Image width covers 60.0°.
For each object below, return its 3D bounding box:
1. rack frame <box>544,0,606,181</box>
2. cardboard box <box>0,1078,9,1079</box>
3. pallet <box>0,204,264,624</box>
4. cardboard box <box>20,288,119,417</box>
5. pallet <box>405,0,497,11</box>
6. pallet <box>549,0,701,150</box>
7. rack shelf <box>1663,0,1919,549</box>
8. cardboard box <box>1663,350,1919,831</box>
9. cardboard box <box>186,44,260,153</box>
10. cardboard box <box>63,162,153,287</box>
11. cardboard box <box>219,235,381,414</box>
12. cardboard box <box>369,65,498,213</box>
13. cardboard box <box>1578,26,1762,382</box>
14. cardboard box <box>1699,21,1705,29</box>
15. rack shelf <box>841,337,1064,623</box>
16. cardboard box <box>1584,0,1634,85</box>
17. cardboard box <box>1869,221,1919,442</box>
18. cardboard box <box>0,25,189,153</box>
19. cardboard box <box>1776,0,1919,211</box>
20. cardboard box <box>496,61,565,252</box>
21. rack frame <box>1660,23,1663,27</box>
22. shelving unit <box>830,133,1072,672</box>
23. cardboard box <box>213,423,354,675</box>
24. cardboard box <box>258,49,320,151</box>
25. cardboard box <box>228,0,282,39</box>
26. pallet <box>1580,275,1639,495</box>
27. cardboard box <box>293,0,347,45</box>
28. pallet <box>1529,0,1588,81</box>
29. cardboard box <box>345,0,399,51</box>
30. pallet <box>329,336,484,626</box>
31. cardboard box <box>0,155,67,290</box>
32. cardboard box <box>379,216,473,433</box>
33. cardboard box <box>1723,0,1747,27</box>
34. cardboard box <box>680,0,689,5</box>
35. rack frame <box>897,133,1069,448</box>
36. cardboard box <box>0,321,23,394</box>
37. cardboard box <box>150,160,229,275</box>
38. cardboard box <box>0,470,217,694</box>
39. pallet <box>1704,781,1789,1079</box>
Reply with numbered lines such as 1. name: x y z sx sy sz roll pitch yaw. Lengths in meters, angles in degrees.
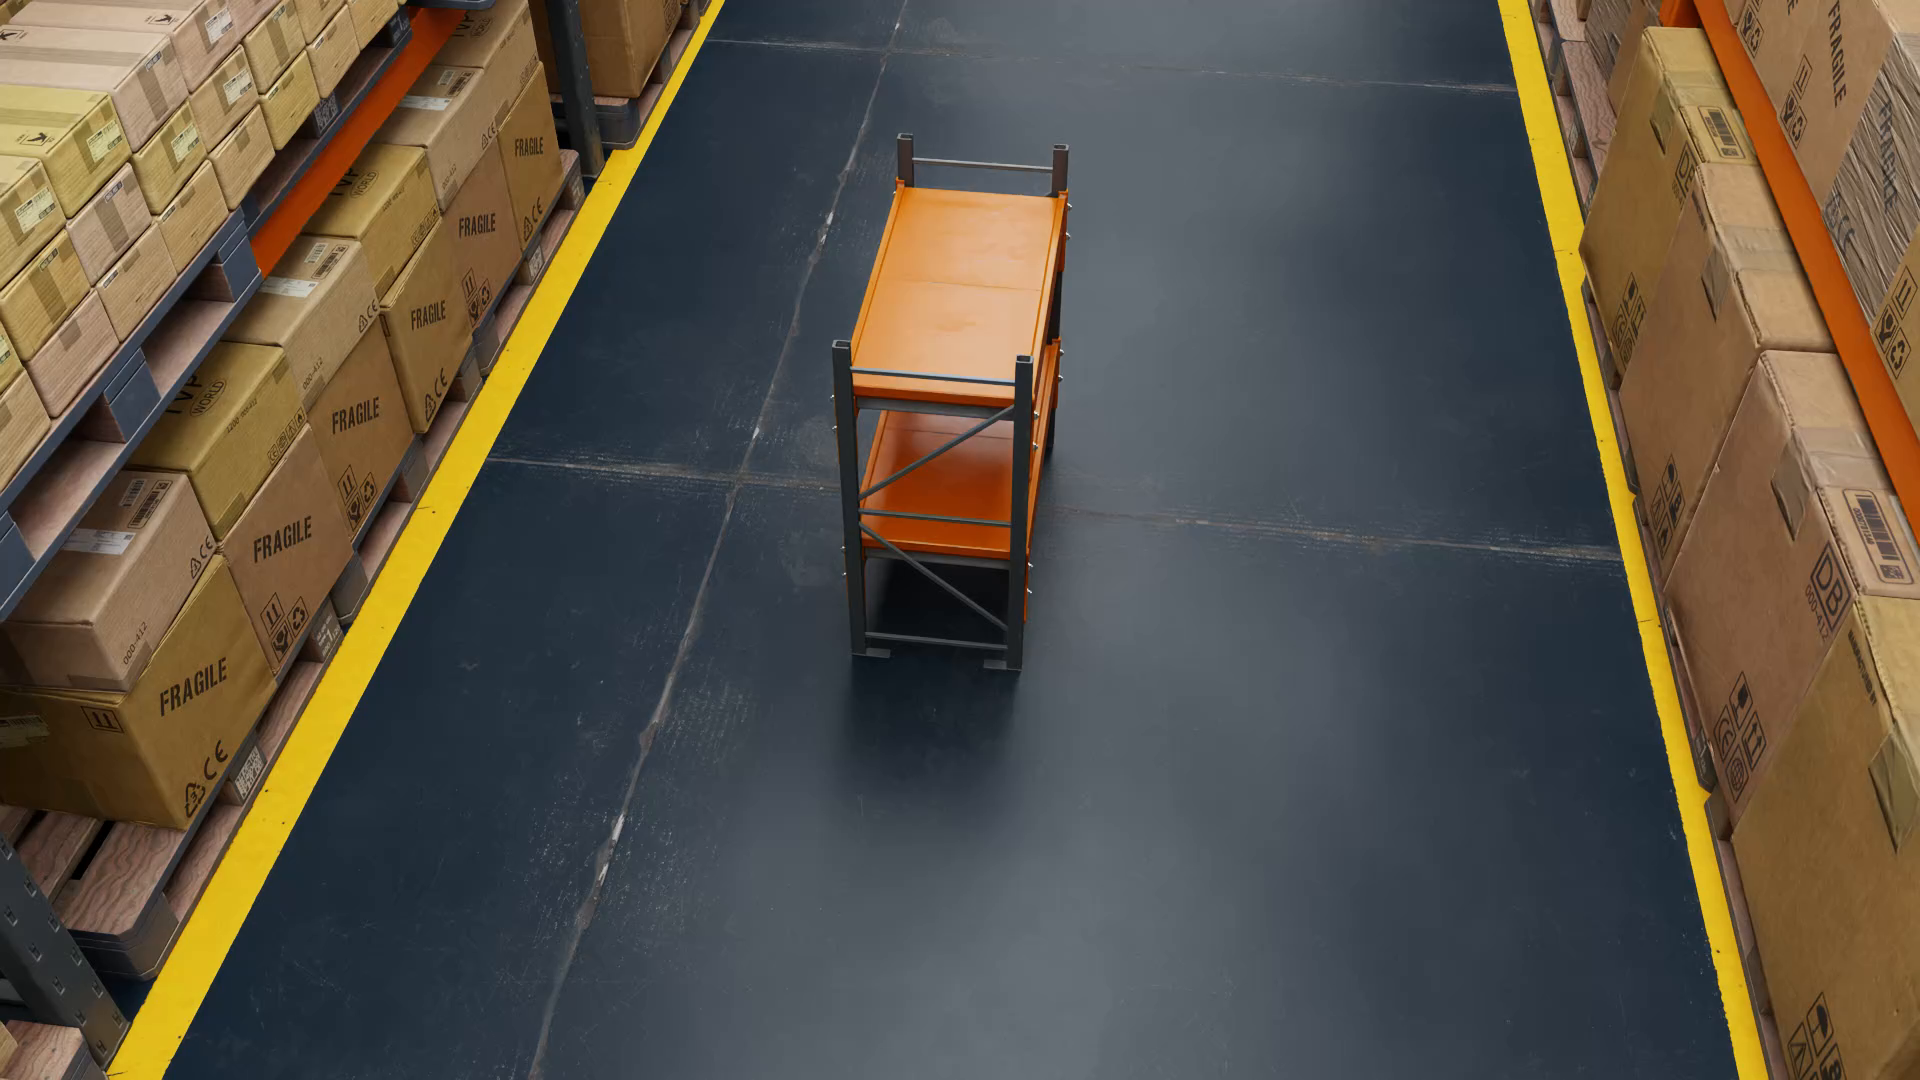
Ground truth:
1. rack frame: -1.972 -2.646 5.863 1.000 3.000 0.127 5 44 6
2. cardboard box: -2.215 1.261 3.505 0.380 0.149 0.250 6 44 6
3. pallet: -2.256 -0.358 3.586 1.003 0.211 1.213 5 44 6
4. cardboard box: -1.962 -0.397 3.365 0.380 0.149 0.250 6 44 6
5. pallet: -1.961 -2.081 5.406 1.213 0.211 1.003 5 44 6
6. pallet: -1.793 -2.164 7.382 1.003 0.211 1.213 5 44 6
7. rack shelf: 2.667 -0.502 4.122 1.077 0.370 4.000 5 44 6
8. cardboard box: 2.584 0.172 4.127 1.225 0.875 0.875 4 44 4
9. cardboard box: -1.860 -1.030 3.817 0.380 0.149 0.250 7 44 7
10. cardboard box: -1.927 -0.669 3.435 0.380 0.149 0.250 6 44 7
11. cardboard box: -2.002 -0.627 4.698 0.500 0.250 0.500 7 44 7
12. cardboard box: -1.859 -1.328 5.438 0.500 0.250 0.500 6 44 6
13. cardboard box: 2.819 -1.039 5.405 1.225 0.875 0.875 3 44 4
14. cardboard box: 2.990 -2.110 6.249 0.500 0.250 0.500 7 44 7
15. rack shelf: -0.001 -0.226 5.027 0.538 0.278 1.000 5 44 6
16. cardboard box: 3.060 -2.216 6.907 0.700 0.500 0.500 2 43 2
17. cardboard box: 2.328 -0.473 3.496 0.500 0.500 0.500 5 44 5
18. cardboard box: -1.890 -0.959 3.526 0.380 0.149 0.250 5 44 5
19. cardboard box: 2.467 -1.155 4.215 0.500 0.500 0.500 5 44 5
20. cardboard box: -1.800 -1.419 6.079 0.500 0.500 0.500 5 44 5
21. rack frame: 2.931 -2.126 5.314 1.000 3.000 0.127 5 44 6
22. shelving unit: -0.001 -0.404 4.858 0.538 1.125 1.048 5 44 6
23. cardboard box: -2.072 -0.005 4.586 0.500 0.500 0.500 7 44 7
24. cardboard box: -1.826 -1.098 4.106 0.380 0.149 0.250 5 44 5
25. cardboard box: -1.823 -1.305 3.891 0.380 0.149 0.250 7 44 7
26. pallet: 2.752 -0.583 5.712 1.003 0.211 1.213 5 44 6
27. cardboard box: -1.788 -1.382 4.189 0.380 0.149 0.250 4 44 5
28. pallet: 3.200 -2.475 7.711 1.003 0.211 1.213 5 44 6
29. cardboard box: -1.756 -1.456 4.483 0.380 0.149 0.250 6 44 7
30. pallet: -2.241 -0.272 5.384 1.003 0.211 1.213 5 44 6
31. cardboard box: -1.962 -0.615 3.162 0.380 0.149 0.250 6 44 7
32. cardboard box: -1.926 -0.703 5.324 0.500 0.500 0.500 3 44 4
33. cardboard box: 2.597 -1.856 4.956 0.500 0.500 0.500 6 44 7
34. cardboard box: -1.690 -2.985 7.551 1.050 0.750 0.750 6 44 6
35. rack frame: 0.066 -0.750 5.224 0.500 1.125 0.032 5 44 6
36. cardboard box: -1.993 -0.316 3.063 0.380 0.149 0.250 6 44 6
37. cardboard box: -1.891 -0.738 3.725 0.380 0.149 0.250 6 44 6
38. cardboard box: -2.141 0.083 3.948 0.500 0.250 0.500 3 44 4
39. pallet: 2.430 1.080 3.956 1.003 0.211 1.213 5 44 6
